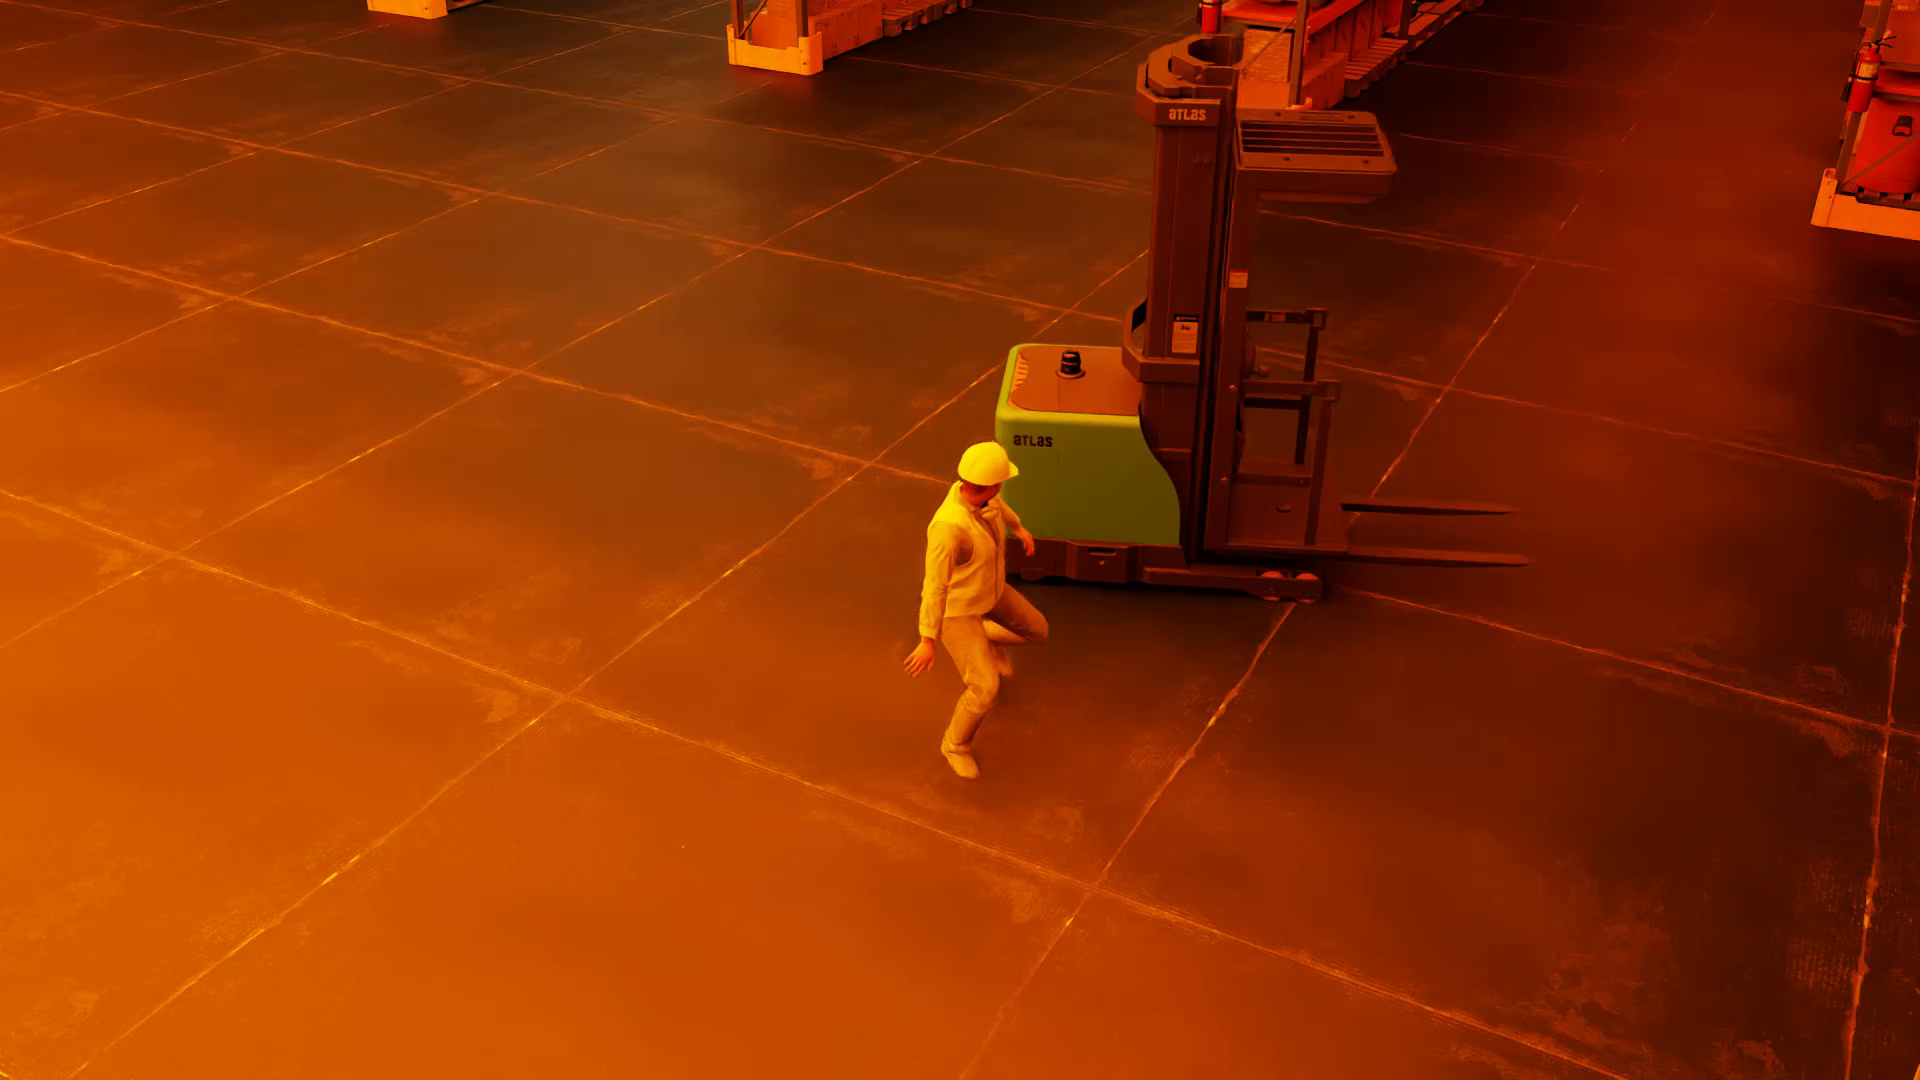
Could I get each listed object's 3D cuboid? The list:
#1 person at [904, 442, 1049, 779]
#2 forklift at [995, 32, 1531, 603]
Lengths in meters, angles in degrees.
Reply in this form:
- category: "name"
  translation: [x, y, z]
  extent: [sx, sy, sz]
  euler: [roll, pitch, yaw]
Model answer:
- category: "person"
  translation: [0.066, 0.284, 7.940]
  extent: [0.502, 1.656, 1.099]
  euler: [15, 33, 24]
- category: "forklift"
  translation: [1.736, -1.195, 9.141]
  extent: [3.031, 2.935, 1.130]
  euler: [3, 30, 6]
